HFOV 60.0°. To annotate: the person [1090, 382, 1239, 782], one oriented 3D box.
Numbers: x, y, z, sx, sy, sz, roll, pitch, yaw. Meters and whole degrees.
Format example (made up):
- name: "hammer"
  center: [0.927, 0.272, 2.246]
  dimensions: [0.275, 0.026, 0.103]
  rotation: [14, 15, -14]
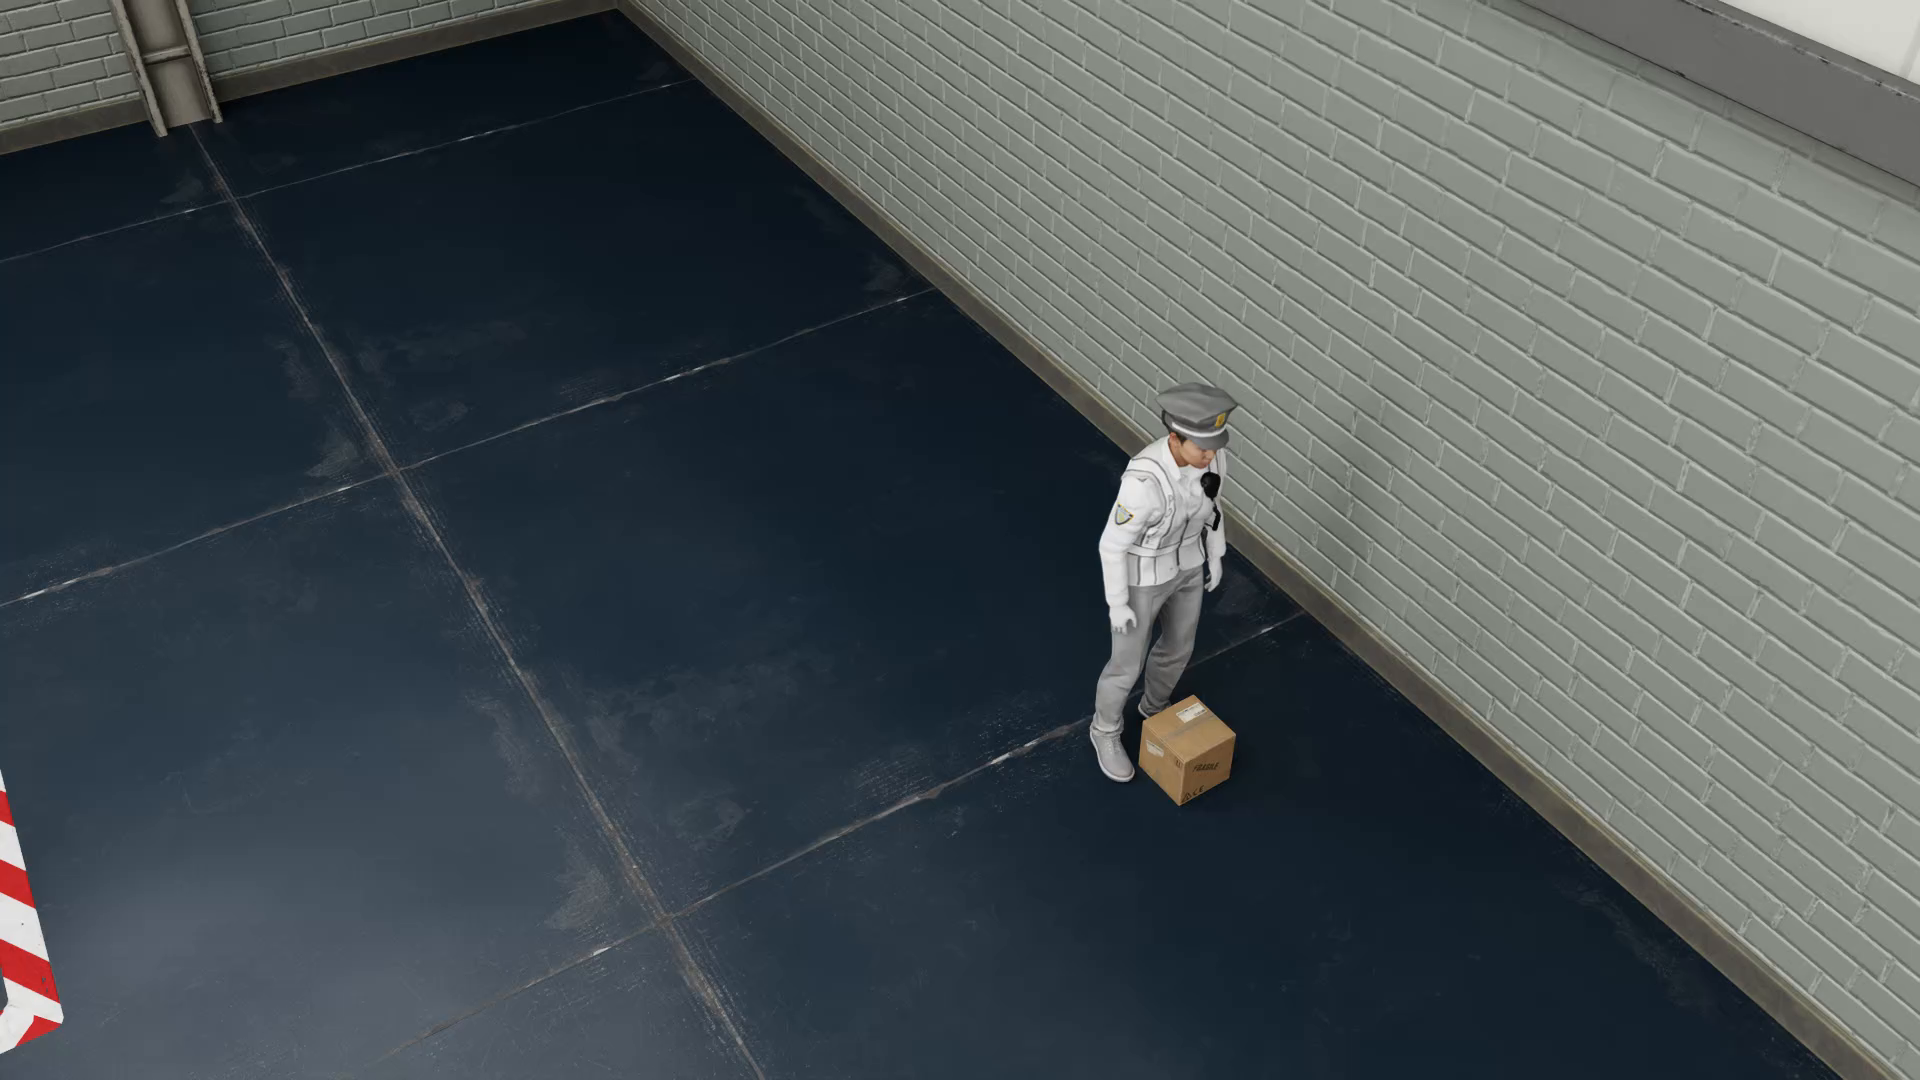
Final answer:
- name: "person"
  center: [0.732, 0.133, 6.002]
  dimensions: [0.540, 1.664, 0.375]
  rotation: [-24, 46, -25]
